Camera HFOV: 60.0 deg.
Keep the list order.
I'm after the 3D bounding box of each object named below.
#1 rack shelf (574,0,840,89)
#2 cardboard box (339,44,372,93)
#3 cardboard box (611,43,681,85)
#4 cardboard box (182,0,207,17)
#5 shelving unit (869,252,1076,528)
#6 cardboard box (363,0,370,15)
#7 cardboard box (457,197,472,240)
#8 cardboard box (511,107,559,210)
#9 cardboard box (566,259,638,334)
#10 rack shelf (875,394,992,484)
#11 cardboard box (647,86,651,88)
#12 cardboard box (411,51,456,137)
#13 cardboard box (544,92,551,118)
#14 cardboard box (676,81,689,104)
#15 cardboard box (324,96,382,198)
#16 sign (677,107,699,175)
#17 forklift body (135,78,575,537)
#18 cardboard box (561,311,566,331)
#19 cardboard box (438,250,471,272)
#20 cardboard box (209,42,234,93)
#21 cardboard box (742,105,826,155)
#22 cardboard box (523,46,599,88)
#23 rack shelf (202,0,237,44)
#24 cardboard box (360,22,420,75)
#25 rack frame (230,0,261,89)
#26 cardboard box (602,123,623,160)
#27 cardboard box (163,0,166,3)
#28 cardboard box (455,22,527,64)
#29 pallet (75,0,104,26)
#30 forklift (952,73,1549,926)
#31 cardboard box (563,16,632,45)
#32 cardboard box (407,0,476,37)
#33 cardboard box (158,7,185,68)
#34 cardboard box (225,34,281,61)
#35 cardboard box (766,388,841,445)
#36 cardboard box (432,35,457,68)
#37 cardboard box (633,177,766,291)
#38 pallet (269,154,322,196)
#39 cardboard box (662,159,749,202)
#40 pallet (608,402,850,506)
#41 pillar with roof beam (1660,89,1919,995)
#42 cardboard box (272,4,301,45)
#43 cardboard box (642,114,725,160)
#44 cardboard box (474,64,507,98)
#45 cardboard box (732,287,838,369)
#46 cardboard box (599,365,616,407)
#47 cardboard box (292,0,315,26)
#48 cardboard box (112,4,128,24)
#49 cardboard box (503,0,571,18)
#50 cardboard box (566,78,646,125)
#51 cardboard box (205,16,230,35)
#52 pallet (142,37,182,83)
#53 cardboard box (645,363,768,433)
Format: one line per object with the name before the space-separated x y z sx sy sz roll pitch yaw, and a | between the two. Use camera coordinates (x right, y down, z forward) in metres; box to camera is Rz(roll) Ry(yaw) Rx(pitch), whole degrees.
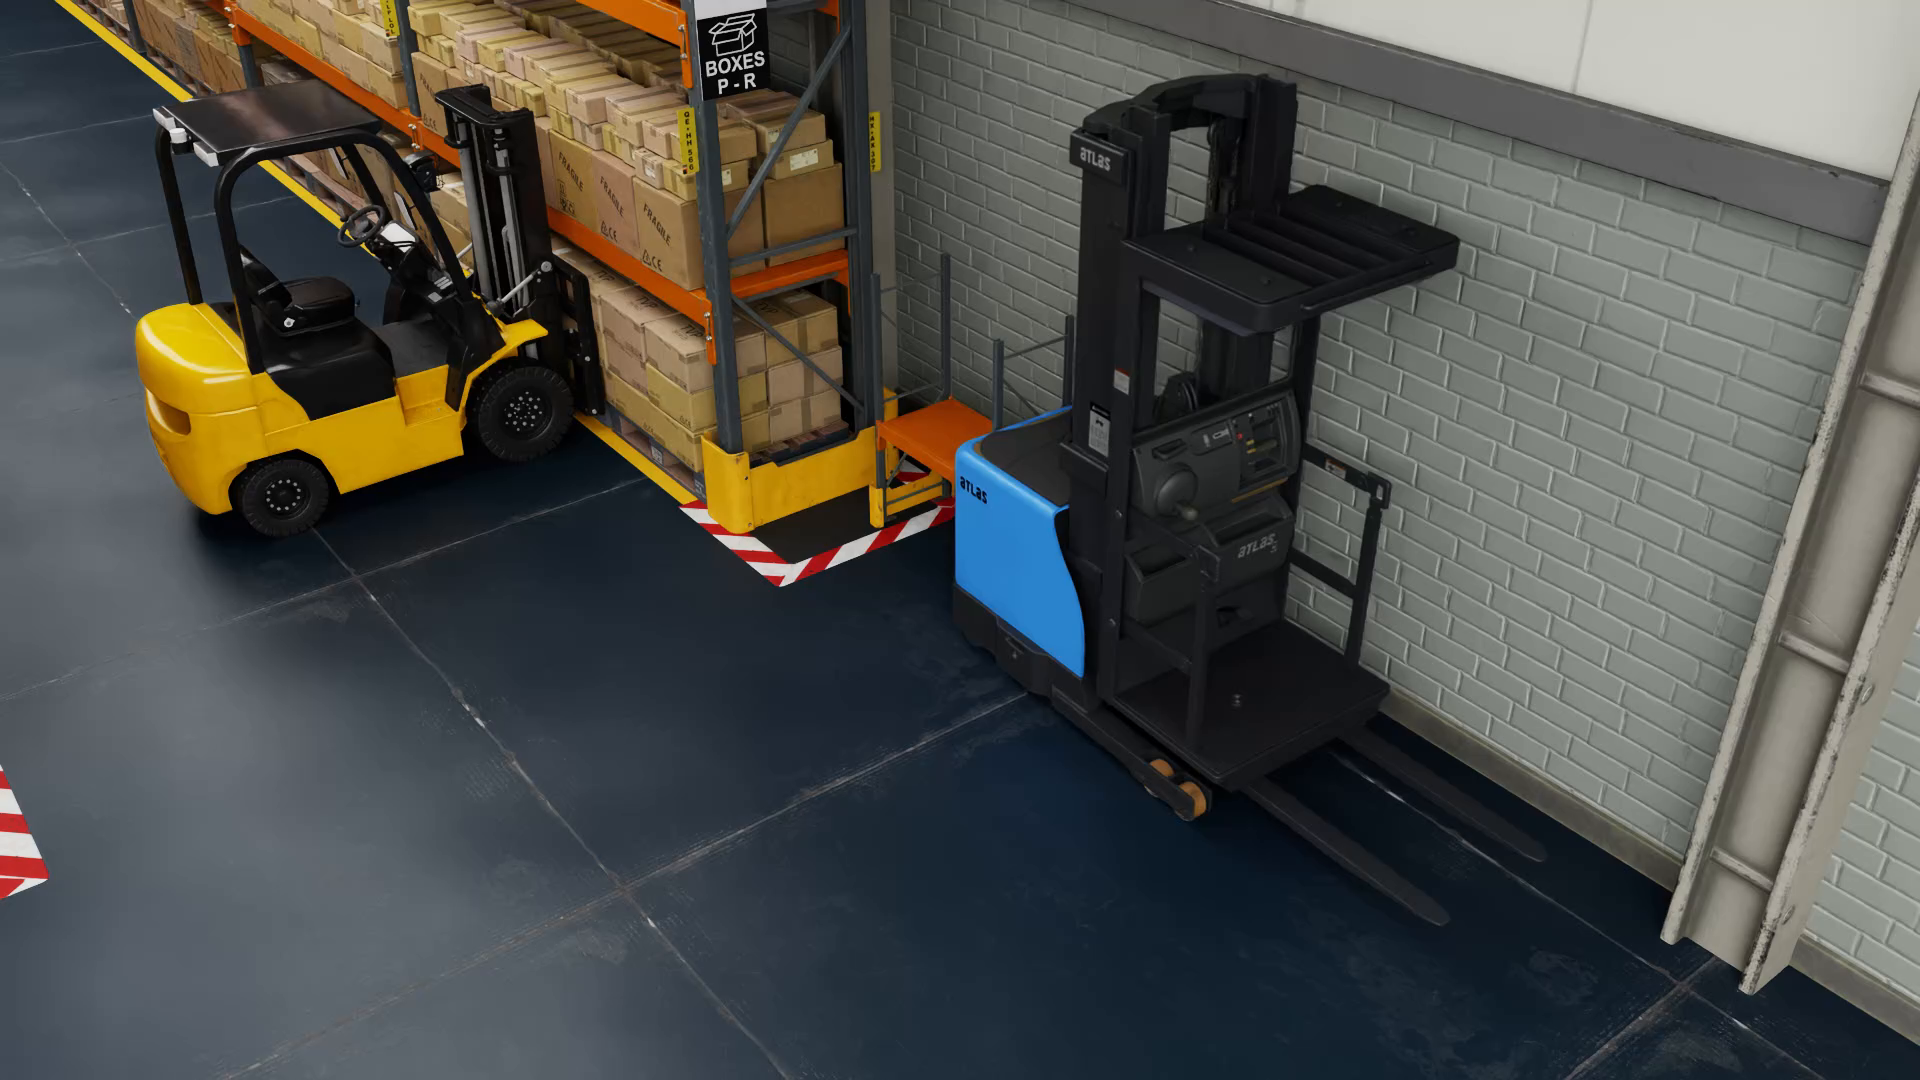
rack shelf | -2.140 -3.367 9.667 1.077 0.370 4.000 -22 38 -31
cardboard box | -4.194 -3.501 12.187 0.500 0.250 0.500 -23 38 -32
cardboard box | -1.876 -2.872 10.040 0.380 0.149 0.250 -22 38 -31
cardboard box | -7.223 -5.096 15.968 0.380 0.149 0.250 -22 38 -31
shelving unit | 0.047 -0.605 8.803 0.587 1.500 1.083 -22 38 -31
cardboard box | -4.032 -3.841 11.882 0.380 0.149 0.250 -22 38 -31
cardboard box | -3.012 -2.148 11.125 0.500 0.250 0.500 -22 38 -31
cardboard box | -2.365 -2.366 10.122 0.500 0.500 0.500 -22 38 -31
cardboard box | -2.077 -1.509 10.097 0.500 0.250 0.500 -22 38 -31
rack shelf | 0.052 -0.449 8.892 0.538 0.185 1.000 -22 38 -31
cardboard box | -1.649 -2.667 9.992 0.380 0.149 0.250 -21 37 -30
cardboard box | -3.300 -3.005 11.151 0.500 0.500 0.500 -23 39 -33
cardboard box | -2.235 -2.597 9.878 0.380 0.149 0.250 -23 38 -32
cardboard box | -1.397 -2.552 9.524 0.380 0.149 0.250 -22 38 -31
cardboard box | -4.627 -3.254 13.499 0.875 0.625 0.625 -24 39 -33
sign | -1.350 -1.988 8.285 0.100 0.325 0.005 -22 38 -31
forklift body | -3.517 -1.404 9.473 2.313 2.155 1.214 -22 38 -31
cardboard box | -2.395 -1.520 10.588 0.500 0.250 0.500 -22 38 -32
cardboard box | -3.331 -1.934 11.728 0.500 0.250 0.500 -22 38 -31
cardboard box | -6.547 -4.334 15.357 0.500 0.500 0.500 -23 39 -32
cardboard box | -0.950 -2.218 8.987 0.380 0.149 0.250 -23 39 -32
cardboard box | -2.385 -2.838 9.985 0.380 0.149 0.250 -22 38 -31
rack shelf | -7.045 -5.427 15.827 1.077 0.370 4.000 -22 38 -31
cardboard box | -3.869 -3.503 11.715 0.500 0.250 0.500 -23 39 -32
rack frame | -5.819 -4.899 14.295 1.000 3.000 0.127 -22 38 -31
cardboard box | -1.781 -2.269 9.350 0.380 0.149 0.250 -23 38 -32
cardboard box | -7.686 -5.419 16.489 0.380 0.149 0.250 -23 39 -32
cardboard box | -2.933 -3.124 10.445 0.380 0.149 0.250 -21 38 -30
pallet | -9.444 -6.177 18.995 1.003 0.211 1.213 -22 38 -31
forklift | 1.235 -0.313 6.976 1.130 2.935 3.031 -21 38 -30
cardboard box | -2.291 -3.218 10.597 0.380 0.149 0.250 -23 39 -32
cardboard box | -3.405 -3.448 10.966 0.380 0.149 0.250 -21 38 -30
cardboard box | -7.516 -4.980 16.396 0.500 0.500 0.500 -24 39 -33
cardboard box | -6.322 -4.415 14.872 0.380 0.149 0.250 -24 39 -34
cardboard box | -1.060 -0.843 9.973 0.500 0.250 0.500 -22 38 -31
cardboard box | -3.218 -3.225 10.889 0.380 0.149 0.250 -21 38 -30
cardboard box | -1.422 -1.728 9.094 0.500 0.500 0.500 -23 39 -32
pallet | -5.345 -3.359 14.458 1.003 0.211 1.213 -22 38 -31
cardboard box | -1.347 -1.937 8.816 0.380 0.149 0.250 -22 38 -31
pallet | -1.415 -0.686 10.154 1.003 0.211 1.213 -22 38 -31
pillar with roof beam | -0.349 -0.802 2.012 9.100 9.000 0.400 -22 38 -31
cardboard box | -5.114 -4.148 13.227 0.500 0.250 0.500 -24 39 -33
cardboard box | -1.475 -2.183 8.931 0.380 0.149 0.250 -22 38 -31
cardboard box | -2.784 -2.888 10.348 0.380 0.149 0.250 -23 38 -32
cardboard box | -1.058 -1.262 9.699 0.500 0.250 0.500 -23 39 -32
cardboard box | -2.048 -1.091 10.371 0.500 0.250 0.500 -22 38 -31
cardboard box | -4.794 -4.146 12.751 0.500 0.250 0.500 -22 38 -31
cardboard box | -8.845 -5.671 17.841 0.380 0.149 0.250 -24 39 -33
cardboard box | -2.810 -3.523 11.088 0.380 0.149 0.250 -23 39 -33
cardboard box | -1.998 -2.484 9.415 0.380 0.149 0.250 -21 38 -30
cardboard box | -6.766 -4.767 15.439 0.380 0.149 0.250 -21 38 -30
pallet | -7.743 -5.055 17.189 1.003 0.211 1.213 -22 38 -31
cardboard box | -1.459 -0.889 9.573 0.500 0.250 0.500 -23 38 -32
